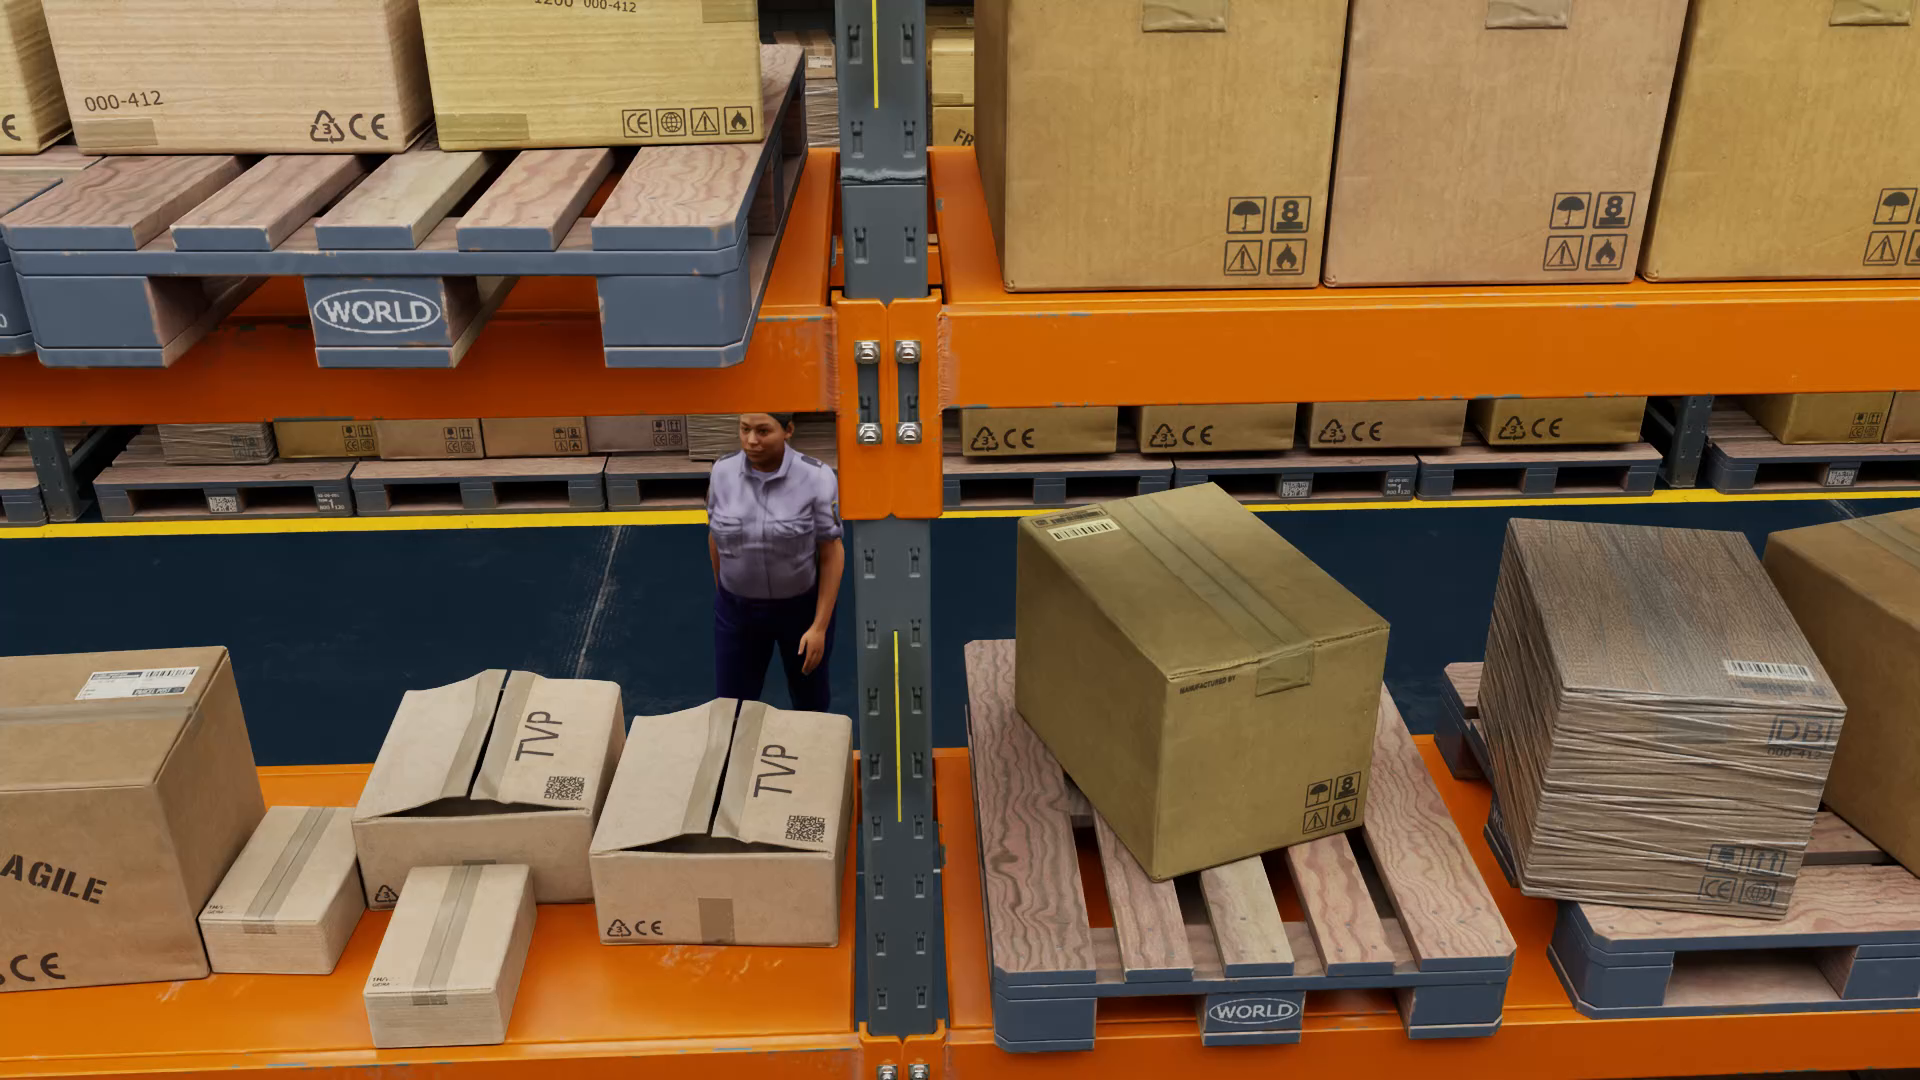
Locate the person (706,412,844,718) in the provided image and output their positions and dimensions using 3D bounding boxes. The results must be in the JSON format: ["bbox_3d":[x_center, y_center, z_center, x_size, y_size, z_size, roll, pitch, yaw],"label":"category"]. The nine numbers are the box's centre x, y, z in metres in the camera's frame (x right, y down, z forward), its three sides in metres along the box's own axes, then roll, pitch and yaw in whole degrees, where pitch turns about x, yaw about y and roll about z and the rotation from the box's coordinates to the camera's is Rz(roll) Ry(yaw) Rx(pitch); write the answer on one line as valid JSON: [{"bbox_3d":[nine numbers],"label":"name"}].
[{"bbox_3d":[-0.628,0.301,5.559,0.484,1.595,0.915,2,28,3],"label":"person"}]
